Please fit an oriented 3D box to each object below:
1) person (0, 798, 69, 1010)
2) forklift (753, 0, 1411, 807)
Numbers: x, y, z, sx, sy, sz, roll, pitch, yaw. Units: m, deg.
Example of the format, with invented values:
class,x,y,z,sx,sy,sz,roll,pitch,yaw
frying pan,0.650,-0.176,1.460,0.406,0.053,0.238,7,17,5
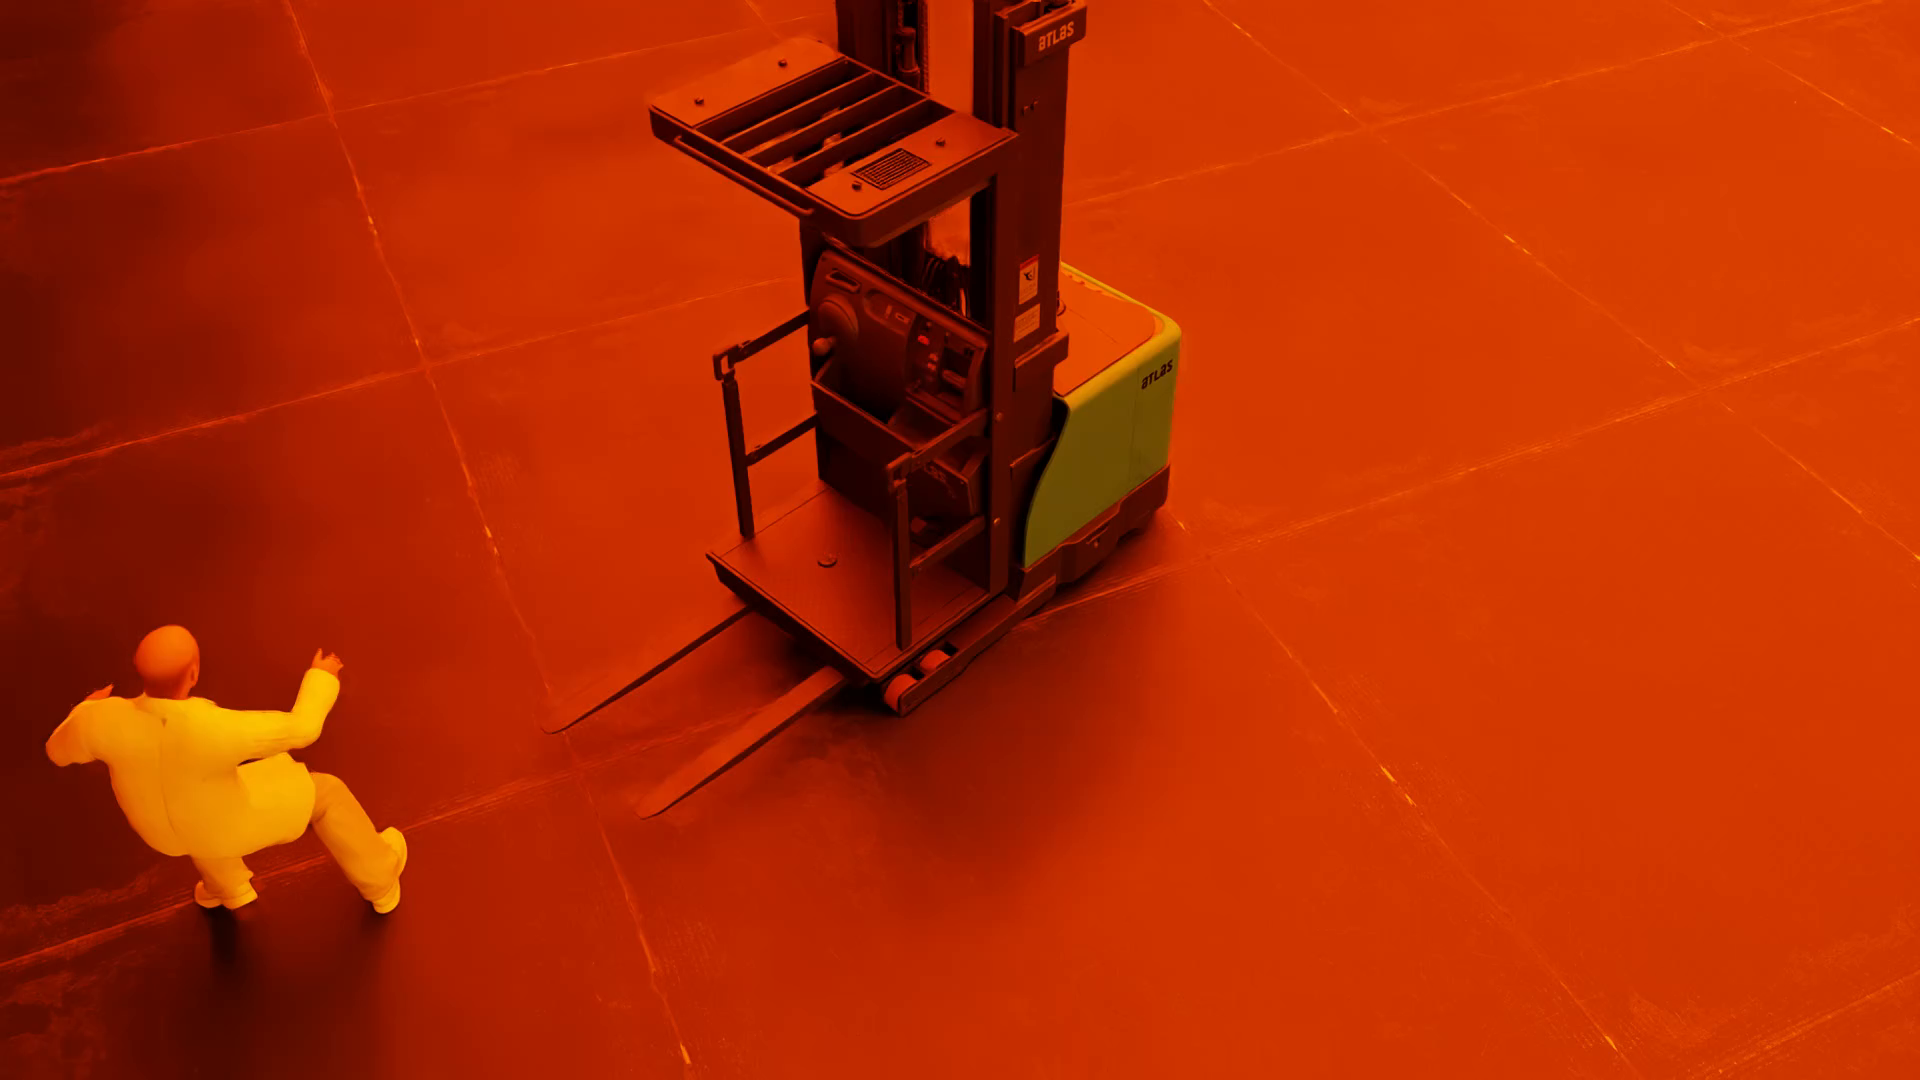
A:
class,x,y,z,sx,sy,sz,roll,pitch,yaw
person,-3.468,0.938,5.550,0.430,1.748,0.905,-19,46,-20
forklift,0.500,-0.753,6.487,3.031,2.935,1.130,32,52,30
